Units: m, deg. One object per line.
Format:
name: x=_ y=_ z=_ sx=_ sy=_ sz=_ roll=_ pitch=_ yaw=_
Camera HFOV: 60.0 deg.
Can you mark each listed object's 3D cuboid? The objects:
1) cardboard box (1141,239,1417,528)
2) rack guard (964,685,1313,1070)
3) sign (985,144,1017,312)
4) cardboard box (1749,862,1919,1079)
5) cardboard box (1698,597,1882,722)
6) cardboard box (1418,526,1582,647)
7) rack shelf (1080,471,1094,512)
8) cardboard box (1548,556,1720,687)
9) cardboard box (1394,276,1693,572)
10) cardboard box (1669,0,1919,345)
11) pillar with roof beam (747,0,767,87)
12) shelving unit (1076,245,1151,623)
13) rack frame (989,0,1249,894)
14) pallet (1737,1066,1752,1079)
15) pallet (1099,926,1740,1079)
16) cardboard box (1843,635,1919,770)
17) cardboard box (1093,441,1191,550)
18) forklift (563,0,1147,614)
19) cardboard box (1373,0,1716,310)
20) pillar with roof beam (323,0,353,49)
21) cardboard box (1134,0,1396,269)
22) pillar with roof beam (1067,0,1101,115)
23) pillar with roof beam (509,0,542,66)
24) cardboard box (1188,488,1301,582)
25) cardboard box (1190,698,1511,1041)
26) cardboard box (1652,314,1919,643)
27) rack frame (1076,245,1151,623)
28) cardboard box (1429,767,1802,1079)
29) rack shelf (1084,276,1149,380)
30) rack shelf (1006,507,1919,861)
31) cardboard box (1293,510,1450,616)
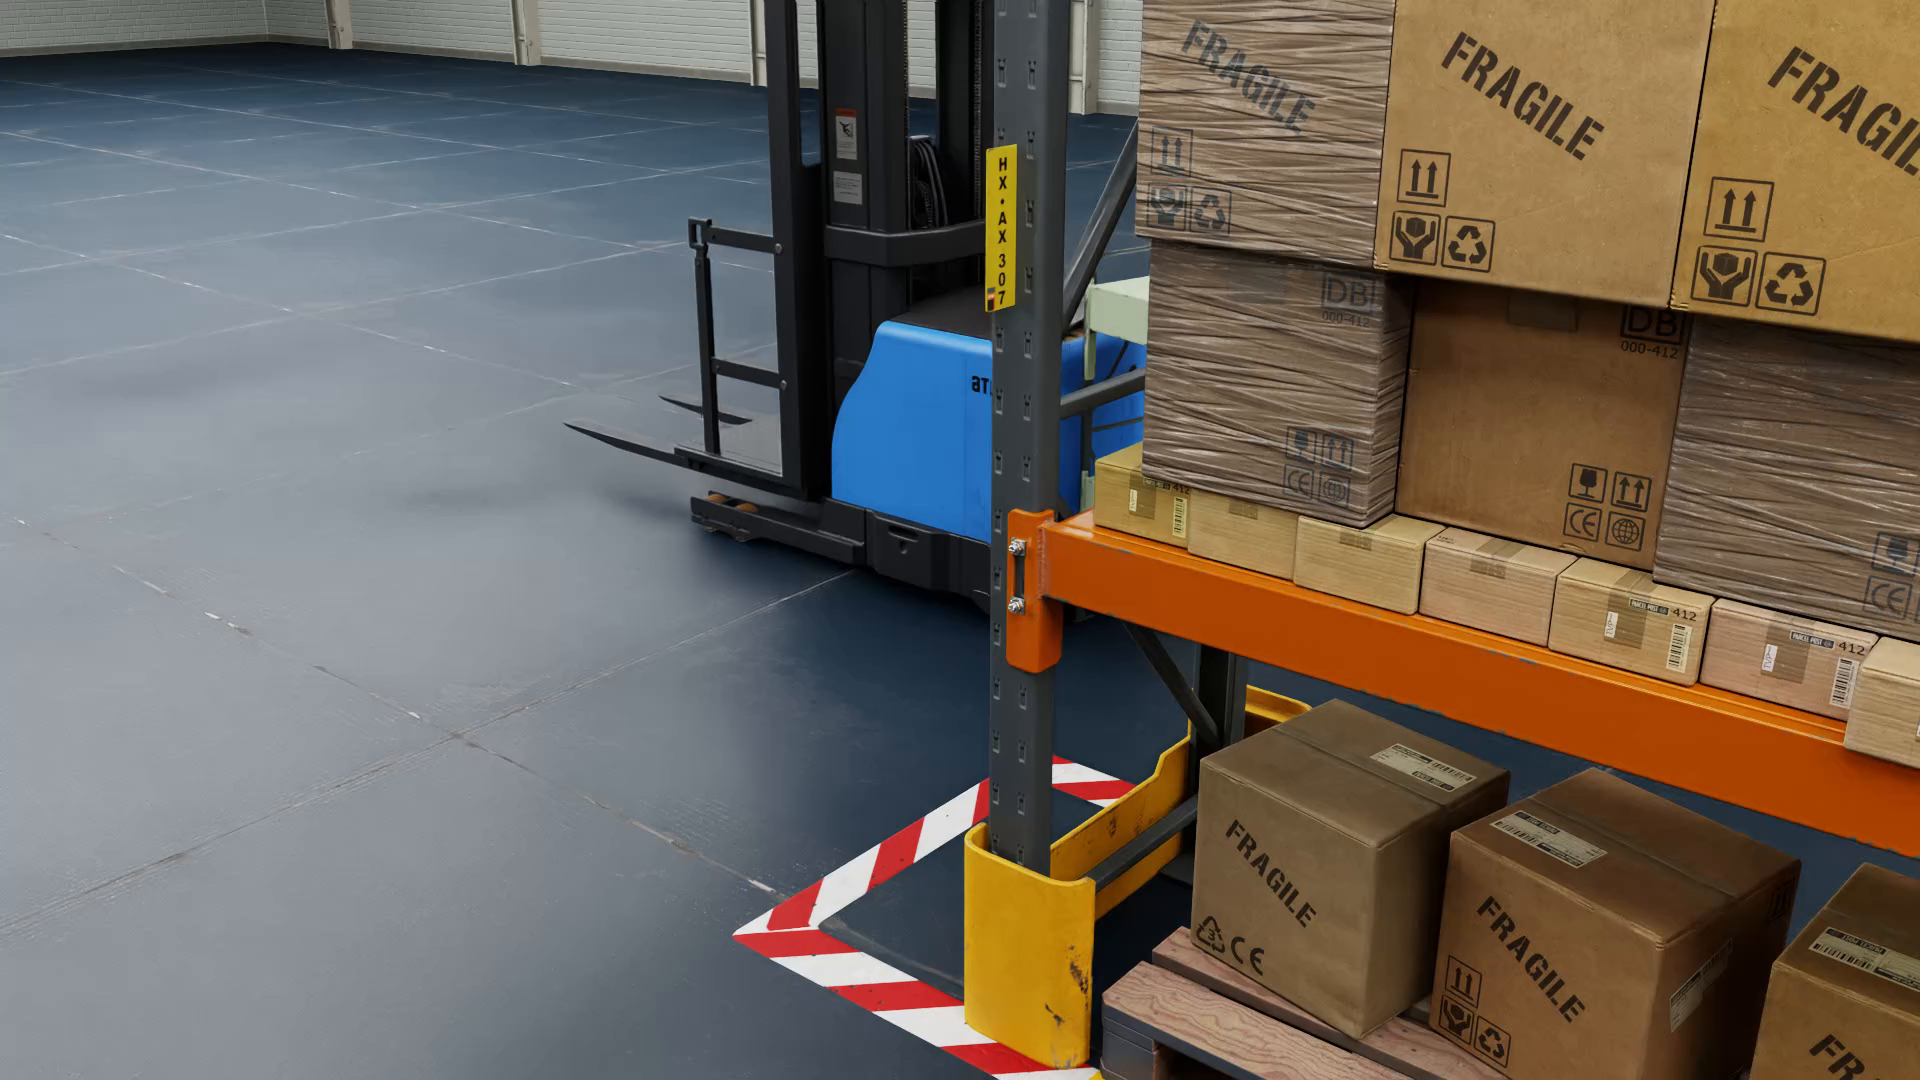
cardboard box: x=0.837 y=-0.427 z=3.486 sx=0.500 sy=0.500 sz=0.875 roll=16 pitch=26 yaw=36
rack guard: x=0.487 y=0.816 z=4.297 sx=0.348 sy=0.500 sz=1.175 roll=16 pitch=26 yaw=36
sign: x=0.085 y=-0.628 z=3.355 sx=0.005 sy=0.325 sz=0.100 roll=16 pitch=26 yaw=36
cardboard box: x=1.859 y=1.015 z=3.173 sx=0.500 sy=0.500 sz=0.500 roll=19 pitch=28 yaw=41
cardboard box: x=1.471 y=0.152 z=2.869 sx=0.250 sy=0.149 sz=0.380 roll=16 pitch=26 yaw=36
cardboard box: x=1.071 y=0.046 z=3.150 sx=0.250 sy=0.149 sz=0.380 roll=16 pitch=26 yaw=36
rack shelf: x=0.828 y=-0.023 z=6.027 sx=0.431 sy=0.370 sz=0.720 roll=-15 pitch=25 yaw=-34
cardboard box: x=1.260 y=0.104 z=2.997 sx=0.250 sy=0.149 sz=0.380 roll=16 pitch=26 yaw=36
cardboard box: x=1.300 y=-0.348 z=3.277 sx=0.500 sy=0.500 sz=0.875 roll=16 pitch=26 yaw=36
cardboard box: x=1.453 y=-0.603 z=2.536 sx=0.500 sy=0.500 sz=0.500 roll=16 pitch=26 yaw=36
pillar with roof beam: x=-5.754 y=-10.160 z=21.356 sx=0.400 sy=9.000 sz=9.100 roll=16 pitch=26 yaw=36
shelving unit: x=0.828 y=-0.328 z=5.912 sx=0.431 sy=1.500 sz=0.755 roll=-15 pitch=25 yaw=-34
rack frame: x=0.428 y=-0.371 z=3.901 sx=0.127 sy=3.000 sz=1.000 roll=16 pitch=26 yaw=36
pallet: x=2.035 y=1.414 z=3.120 sx=1.213 sy=0.211 sz=1.003 roll=16 pitch=26 yaw=36
pallet: x=1.094 y=1.142 z=3.842 sx=1.213 sy=0.211 sz=1.003 roll=16 pitch=26 yaw=36
cardboard box: x=1.599 y=0.236 z=2.646 sx=0.250 sy=0.149 sz=0.380 roll=16 pitch=26 yaw=36
cardboard box: x=0.498 y=-0.125 z=3.604 sx=0.250 sy=0.149 sz=0.380 roll=16 pitch=26 yaw=36
forklift: x=-0.545 y=-1.489 z=6.963 sx=3.031 sy=2.935 sz=1.130 roll=16 pitch=26 yaw=36
cardboard box: x=1.065 y=-0.714 z=2.831 sx=0.500 sy=0.500 sz=0.500 roll=16 pitch=26 yaw=36
pillar with roof beam: x=-15.051 y=-12.837 z=28.455 sx=0.400 sy=9.000 sz=9.100 roll=16 pitch=26 yaw=36
cardboard box: x=0.682 y=-0.828 z=3.131 sx=0.500 sy=0.500 sz=0.500 roll=16 pitch=26 yaw=36
pillar with roof beam: x=-1.106 y=-8.821 z=17.806 sx=0.400 sy=9.000 sz=9.100 roll=16 pitch=26 yaw=36
pillar with roof beam: x=-10.402 y=-11.498 z=24.906 sx=0.400 sy=9.000 sz=9.100 roll=16 pitch=26 yaw=36
cardboard box: x=0.680 y=-0.064 z=3.442 sx=0.250 sy=0.149 sz=0.380 roll=16 pitch=26 yaw=36
cardboard box: x=0.901 y=0.746 z=3.886 sx=0.500 sy=0.500 sz=0.500 roll=-17 pitch=26 yaw=-37
cardboard box: x=1.660 y=-0.225 z=2.950 sx=0.500 sy=0.500 sz=0.875 roll=16 pitch=26 yaw=36
rack frame: x=0.609 y=-0.431 z=6.187 sx=0.400 sy=1.500 sz=0.023 roll=-15 pitch=25 yaw=-34
cardboard box: x=1.386 y=0.870 z=3.558 sx=0.500 sy=0.500 sz=0.500 roll=-14 pitch=25 yaw=-33
rack shelf: x=0.828 y=-0.693 z=5.774 sx=0.431 sy=0.370 sz=0.720 roll=-15 pitch=25 yaw=-34
rack shelf: x=1.977 y=0.412 z=2.845 sx=4.000 sy=0.370 sz=1.077 roll=16 pitch=26 yaw=36
cardboard box: x=0.864 y=-0.004 z=3.283 sx=0.250 sy=0.149 sz=0.380 roll=16 pitch=26 yaw=36
